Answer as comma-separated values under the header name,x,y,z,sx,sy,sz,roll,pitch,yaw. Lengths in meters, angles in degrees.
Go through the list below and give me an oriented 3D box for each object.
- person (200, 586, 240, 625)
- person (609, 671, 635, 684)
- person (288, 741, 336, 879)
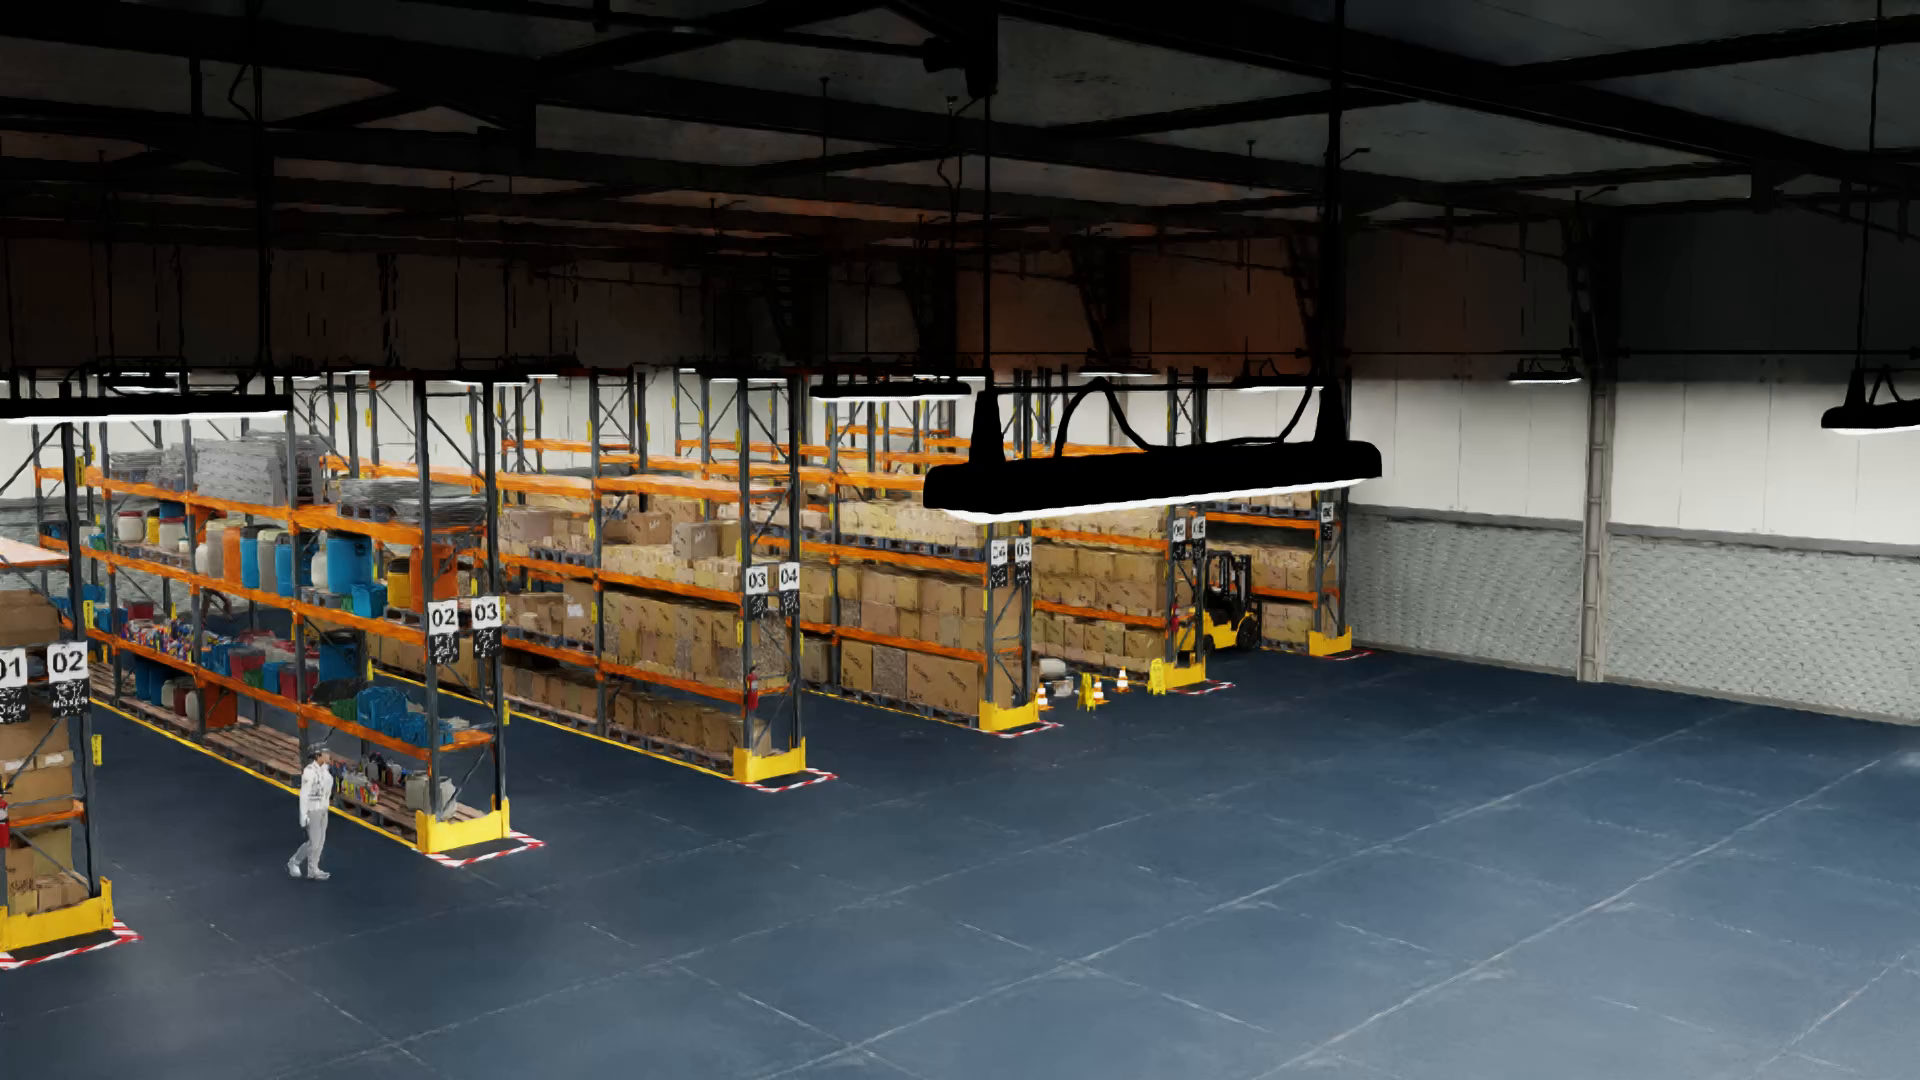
name,x,y,z,sx,sy,sz,roll,pitch,yaw
person,-17.343,1.135,38.692,0.800,1.656,0.682,3,7,25
person,-6.484,1.922,31.793,0.578,1.646,0.445,2,7,19
person,-7.825,3.252,20.029,0.521,1.668,0.533,1,7,9
